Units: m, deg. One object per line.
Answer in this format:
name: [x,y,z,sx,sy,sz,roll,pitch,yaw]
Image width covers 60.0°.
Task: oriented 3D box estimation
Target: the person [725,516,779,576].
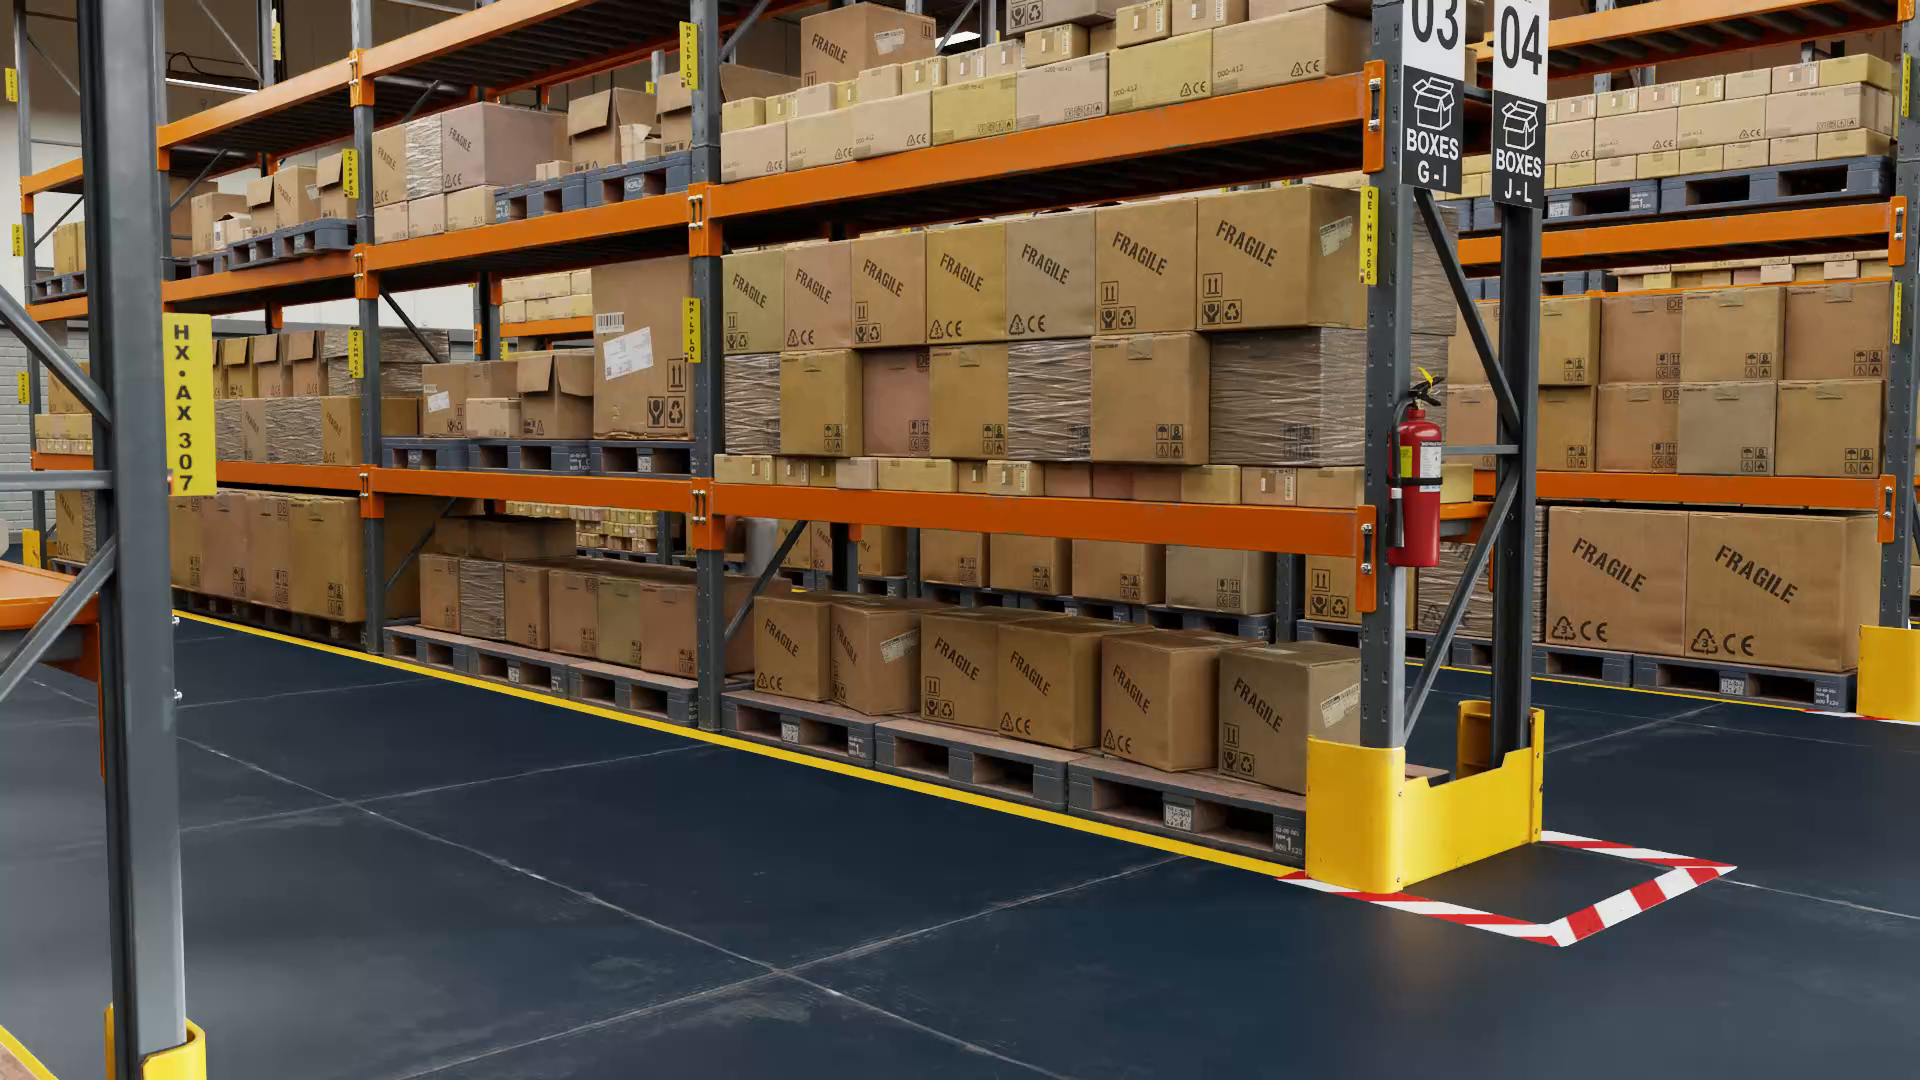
person: [-1.506,-0.097,12.241,0.464,1.682,0.529,0,4,-3]
